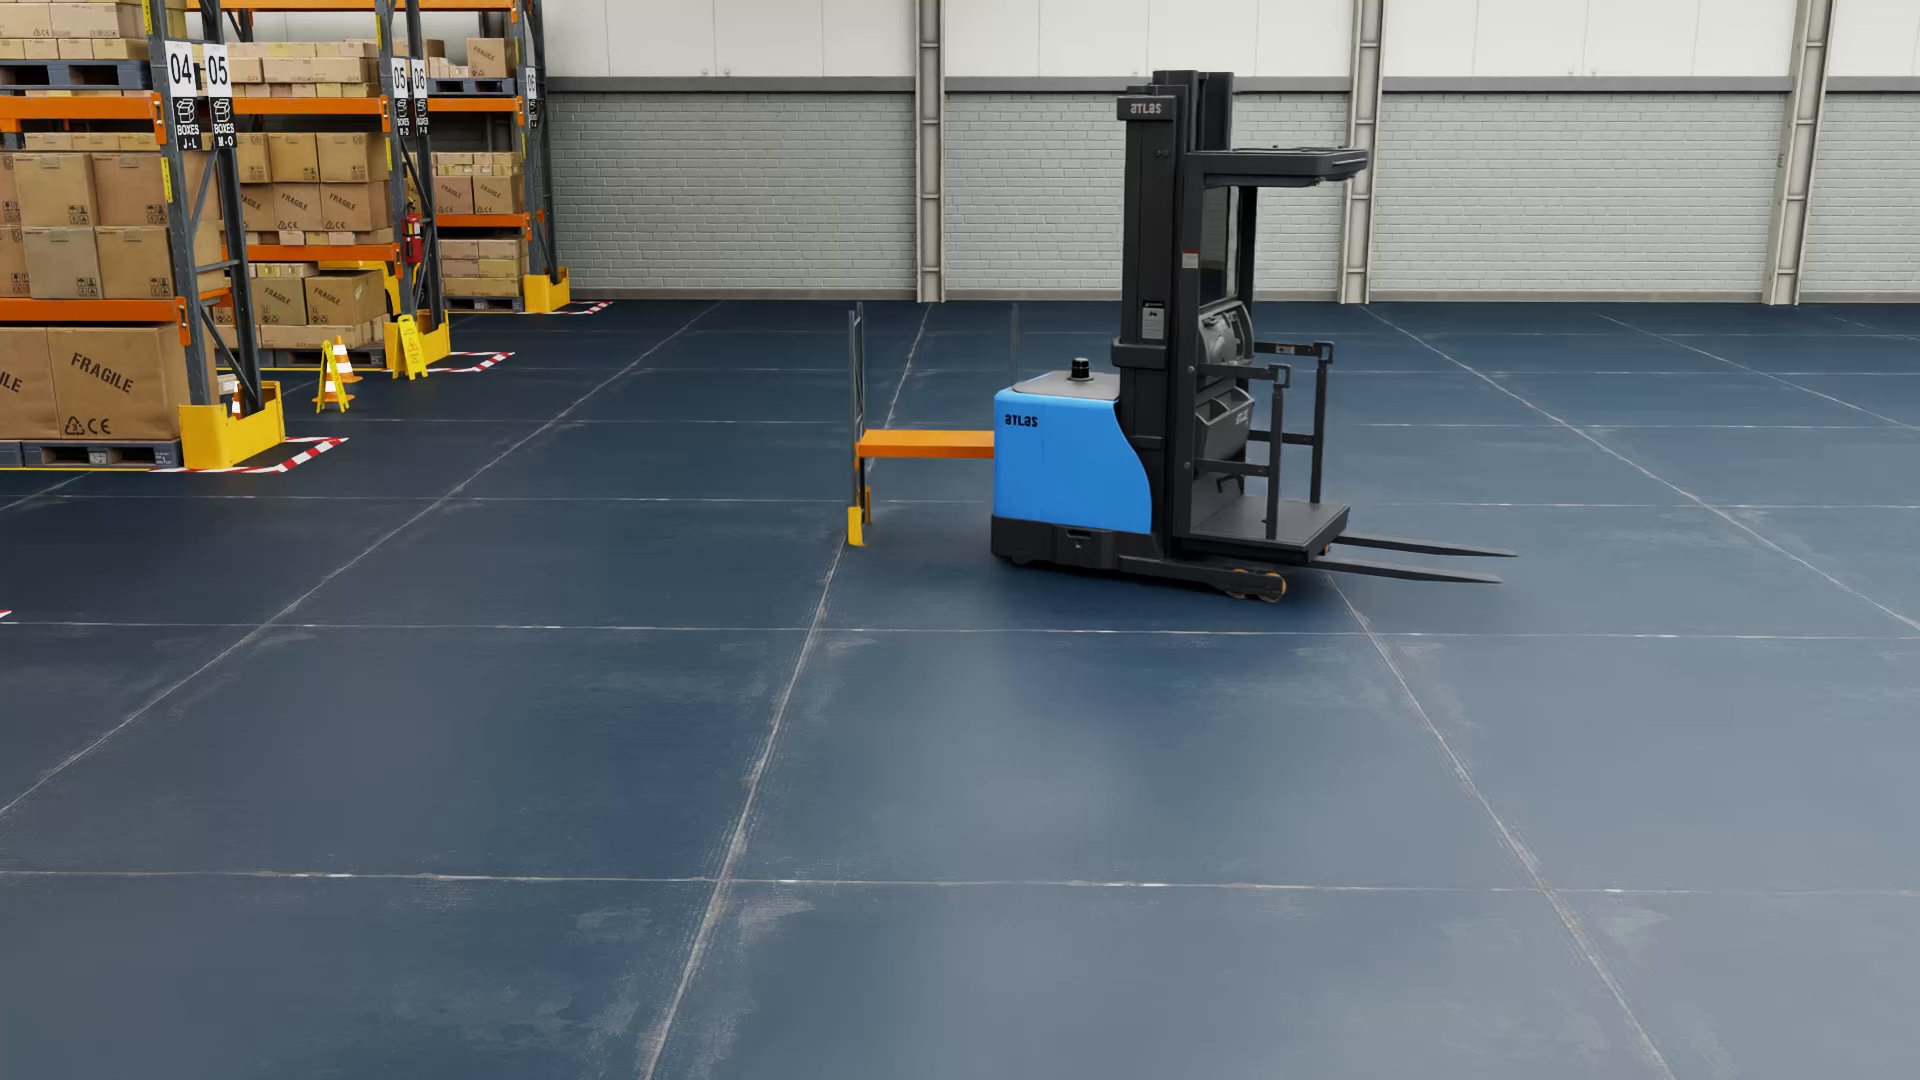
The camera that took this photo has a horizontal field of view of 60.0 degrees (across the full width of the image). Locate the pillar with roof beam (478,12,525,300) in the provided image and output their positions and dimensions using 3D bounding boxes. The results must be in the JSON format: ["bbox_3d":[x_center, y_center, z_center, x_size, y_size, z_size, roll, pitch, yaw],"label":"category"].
[{"bbox_3d":[-6.520,-6.714,18.648,0.400,9.000,9.100,0,15,1],"label":"pillar with roof beam"}]

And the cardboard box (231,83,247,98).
[{"bbox_3d":[-7.503,-4.686,17.334,0.250,0.149,0.380,0,15,0],"label":"cardboard box"}]

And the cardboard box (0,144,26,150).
[{"bbox_3d":[-10.320,-4.239,18.153,0.250,0.149,0.380,0,15,1],"label":"cardboard box"}]

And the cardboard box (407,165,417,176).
[{"bbox_3d":[-7.374,-4.972,22.336,0.250,0.149,0.380,0,15,2],"label":"cardboard box"}]

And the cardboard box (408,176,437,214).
[{"bbox_3d":[-7.266,-4.670,22.465,0.500,0.500,0.500,0,15,0],"label":"cardboard box"}]

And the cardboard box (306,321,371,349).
[{"bbox_3d":[-6.699,-2.221,17.945,0.500,0.250,0.500,0,15,1],"label":"cardboard box"}]

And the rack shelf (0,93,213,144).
[{"bbox_3d":[-7.885,-3.263,12.859,4.000,0.370,1.077,0,15,1],"label":"rack shelf"}]

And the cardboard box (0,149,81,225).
[{"bbox_3d":[-7.364,-2.773,13.060,0.550,0.550,0.875,0,15,1],"label":"cardboard box"}]

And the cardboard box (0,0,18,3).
[{"bbox_3d":[-6.995,-4.034,12.281,0.250,0.149,0.380,1,15,2],"label":"cardboard box"}]

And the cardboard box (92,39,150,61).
[{"bbox_3d":[-6.226,-3.644,12.364,0.250,0.149,0.380,0,15,1],"label":"cardboard box"}]

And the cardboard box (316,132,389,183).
[{"bbox_3d":[-6.376,-4.034,17.511,0.500,0.500,0.700,0,15,0],"label":"cardboard box"}]

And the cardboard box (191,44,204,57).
[{"bbox_3d":[-7.739,-5.054,17.164,0.250,0.149,0.380,1,15,3],"label":"cardboard box"}]

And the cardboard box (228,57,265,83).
[{"bbox_3d":[-7.400,-4.873,17.260,0.500,0.250,0.500,1,15,3],"label":"cardboard box"}]

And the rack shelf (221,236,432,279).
[{"bbox_3d":[-7.859,-3.076,18.029,4.000,0.370,1.077,0,15,1],"label":"rack shelf"}]

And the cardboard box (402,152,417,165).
[{"bbox_3d":[-7.379,-5.114,22.292,0.250,0.149,0.380,1,15,3],"label":"cardboard box"}]

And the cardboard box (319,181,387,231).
[{"bbox_3d":[-6.409,-3.536,17.584,0.500,0.500,0.500,0,15,0],"label":"cardboard box"}]

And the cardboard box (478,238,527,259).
[{"bbox_3d":[-6.205,-3.957,22.565,0.500,0.250,0.500,1,15,3],"label":"cardboard box"}]

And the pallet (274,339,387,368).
[{"bbox_3d":[-6.747,-2.077,18.300,1.213,0.211,1.003,0,15,1],"label":"pallet"}]

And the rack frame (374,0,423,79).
[{"bbox_3d":[-5.860,-6.311,17.122,0.127,3.000,1.000,0,15,1],"label":"rack frame"}]

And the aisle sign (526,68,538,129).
[{"bbox_3d":[-5.679,-5.858,22.069,0.004,0.787,0.394,0,15,1],"label":"aisle sign"}]

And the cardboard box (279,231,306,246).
[{"bbox_3d":[-7.009,-3.212,17.625,0.250,0.149,0.380,1,15,2],"label":"cardboard box"}]

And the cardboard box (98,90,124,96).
[{"bbox_3d":[-8.793,-4.700,17.387,0.250,0.149,0.380,1,15,3],"label":"cardboard box"}]

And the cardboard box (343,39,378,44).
[{"bbox_3d":[-7.791,-6.415,22.172,0.637,0.503,0.797,1,15,3],"label":"cardboard box"}]

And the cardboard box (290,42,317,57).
[{"bbox_3d":[-6.718,-5.061,17.190,0.250,0.149,0.380,0,15,1],"label":"cardboard box"}]

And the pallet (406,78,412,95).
[{"bbox_3d":[-7.666,-6.103,22.384,1.213,0.211,1.003,0,15,1],"label":"pallet"}]

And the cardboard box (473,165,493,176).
[{"bbox_3d":[-6.347,-4.963,22.306,0.250,0.149,0.380,1,15,2],"label":"cardboard box"}]

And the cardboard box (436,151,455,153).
[{"bbox_3d":[-7.103,-5.248,22.802,0.250,0.149,0.380,1,15,3],"label":"cardboard box"}]

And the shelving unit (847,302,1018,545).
[{"bbox_3d":[-0.168,-0.761,10.784,1.083,1.500,0.587,1,15,3],"label":"shelving unit"}]

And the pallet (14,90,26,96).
[{"bbox_3d":[-10.473,-4.828,17.746,1.003,0.211,1.213,0,15,1],"label":"pallet"}]

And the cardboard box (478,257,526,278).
[{"bbox_3d":[-6.231,-3.715,22.629,0.500,0.250,0.500,0,15,1],"label":"cardboard box"}]

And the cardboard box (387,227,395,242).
[{"bbox_3d":[-6.194,-3.344,18.128,0.250,0.149,0.380,0,15,2],"label":"cardboard box"}]

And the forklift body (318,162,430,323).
[{"bbox_3d":[-7.679,-3.813,21.077,1.214,2.155,2.313,0,15,1],"label":"forklift body"}]

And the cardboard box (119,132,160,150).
[{"bbox_3d":[-8.413,-4.035,17.515,0.500,0.500,0.700,0,15,0],"label":"cardboard box"}]

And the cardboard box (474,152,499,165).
[{"bbox_3d":[-6.348,-5.125,22.333,0.250,0.149,0.380,0,15,2],"label":"cardboard box"}]

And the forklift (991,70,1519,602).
[{"bbox_3d":[1.746,-1.217,9.707,3.031,2.935,1.130,7,16,25],"label":"forklift"}]

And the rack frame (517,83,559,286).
[{"bbox_3d":[-5.737,-4.677,22.686,0.127,3.000,1.000,0,15,1],"label":"rack frame"}]

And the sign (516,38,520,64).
[{"bbox_3d":[-5.765,-6.379,21.676,0.005,0.325,0.100,0,15,1],"label":"sign"}]

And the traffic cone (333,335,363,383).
[{"bbox_3d":[-6.323,-1.858,16.975,0.334,0.463,0.336,0,15,1],"label":"traffic cone"}]

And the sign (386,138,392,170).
[{"bbox_3d":[-5.894,-3.982,17.164,0.005,0.325,0.100,0,15,1],"label":"sign"}]

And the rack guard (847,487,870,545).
[{"bbox_3d":[-0.665,-0.164,10.972,0.087,0.250,0.587,1,15,3],"label":"rack guard"}]

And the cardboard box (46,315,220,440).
[{"bbox_3d":[-6.565,-1.311,13.271,0.875,0.875,0.875,0,15,2],"label":"cardboard box"}]

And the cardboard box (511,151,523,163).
[{"bbox_3d":[-6.067,-5.239,22.767,0.250,0.149,0.380,0,15,0],"label":"cardboard box"}]

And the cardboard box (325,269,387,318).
[{"bbox_3d":[-6.683,-2.723,18.377,0.500,0.500,0.500,0,15,0],"label":"cardboard box"}]

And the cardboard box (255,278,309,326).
[{"bbox_3d":[-7.189,-2.588,17.867,0.500,0.500,0.500,1,15,4],"label":"cardboard box"}]

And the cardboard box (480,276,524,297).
[{"bbox_3d":[-6.215,-3.473,22.689,0.500,0.250,0.500,0,15,2],"label":"cardboard box"}]

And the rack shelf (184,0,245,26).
[{"bbox_3d":[-11.735,-7.075,22.211,4.000,0.370,1.077,0,15,1],"label":"rack shelf"}]

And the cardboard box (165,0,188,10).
[{"bbox_3d":[-6.211,-4.197,12.898,0.250,0.149,0.380,1,15,2],"label":"cardboard box"}]

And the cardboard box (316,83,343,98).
[{"bbox_3d":[-6.473,-4.664,17.250,0.250,0.149,0.380,0,15,2],"label":"cardboard box"}]

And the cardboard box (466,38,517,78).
[{"bbox_3d":[-6.185,-6.367,21.999,0.500,0.500,0.500,1,15,3],"label":"cardboard box"}]
